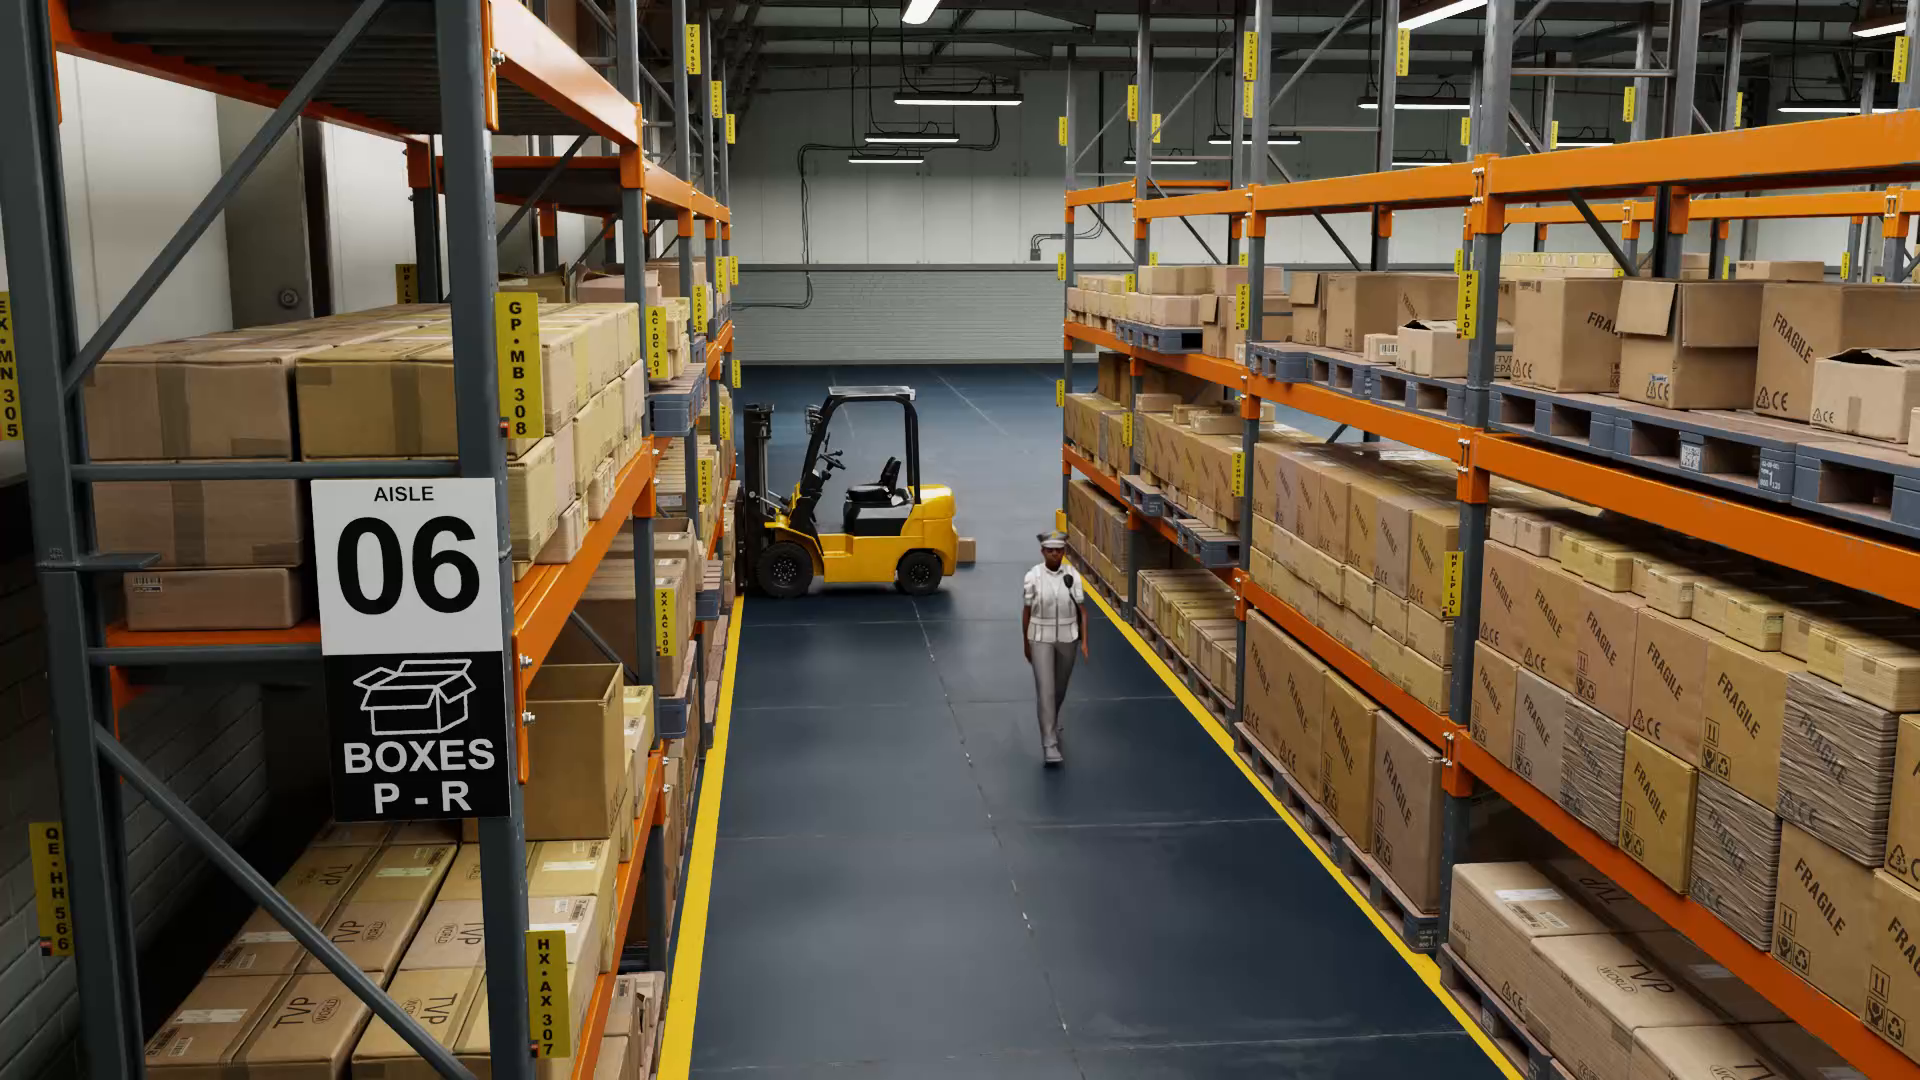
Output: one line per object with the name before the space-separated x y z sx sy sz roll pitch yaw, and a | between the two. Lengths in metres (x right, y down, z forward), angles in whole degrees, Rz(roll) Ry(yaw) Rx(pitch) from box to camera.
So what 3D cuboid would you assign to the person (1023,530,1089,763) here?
person | 0.708 0.732 12.194 0.457 1.638 0.977 -2 10 -9
